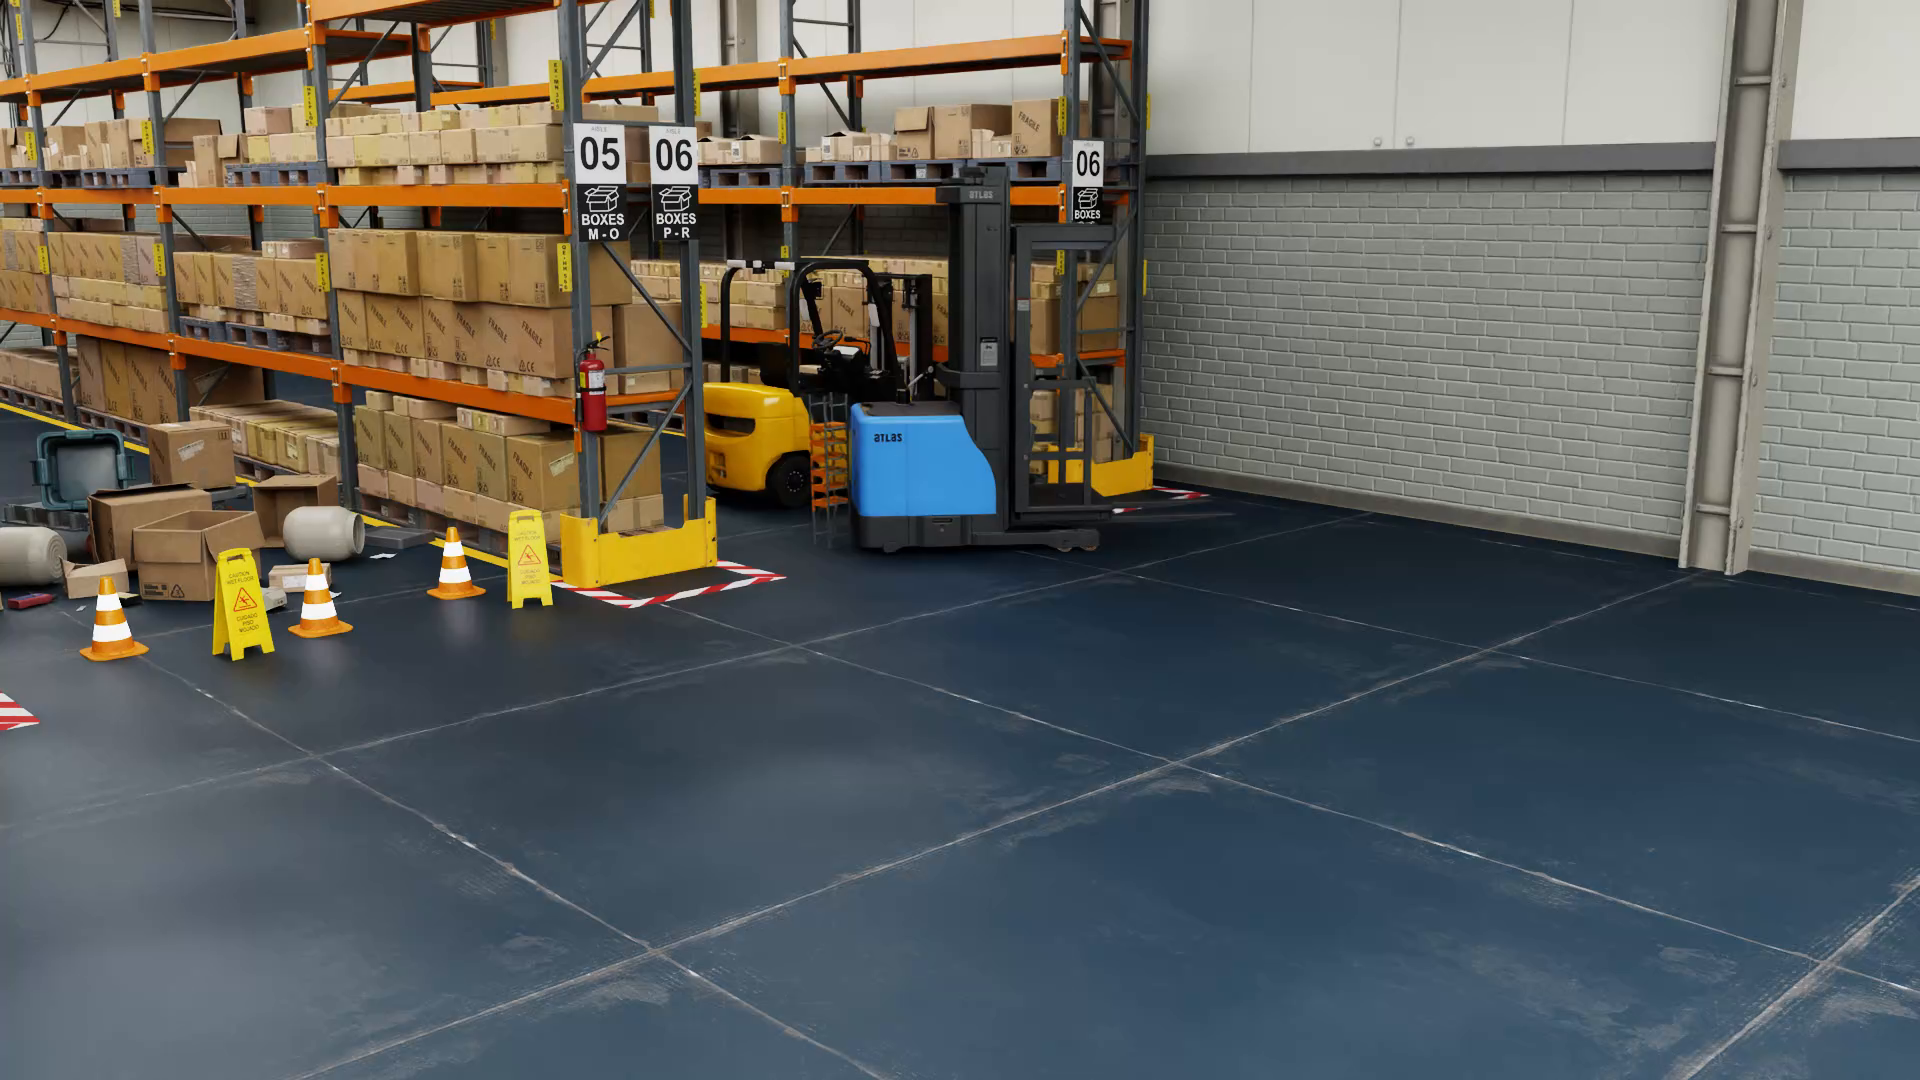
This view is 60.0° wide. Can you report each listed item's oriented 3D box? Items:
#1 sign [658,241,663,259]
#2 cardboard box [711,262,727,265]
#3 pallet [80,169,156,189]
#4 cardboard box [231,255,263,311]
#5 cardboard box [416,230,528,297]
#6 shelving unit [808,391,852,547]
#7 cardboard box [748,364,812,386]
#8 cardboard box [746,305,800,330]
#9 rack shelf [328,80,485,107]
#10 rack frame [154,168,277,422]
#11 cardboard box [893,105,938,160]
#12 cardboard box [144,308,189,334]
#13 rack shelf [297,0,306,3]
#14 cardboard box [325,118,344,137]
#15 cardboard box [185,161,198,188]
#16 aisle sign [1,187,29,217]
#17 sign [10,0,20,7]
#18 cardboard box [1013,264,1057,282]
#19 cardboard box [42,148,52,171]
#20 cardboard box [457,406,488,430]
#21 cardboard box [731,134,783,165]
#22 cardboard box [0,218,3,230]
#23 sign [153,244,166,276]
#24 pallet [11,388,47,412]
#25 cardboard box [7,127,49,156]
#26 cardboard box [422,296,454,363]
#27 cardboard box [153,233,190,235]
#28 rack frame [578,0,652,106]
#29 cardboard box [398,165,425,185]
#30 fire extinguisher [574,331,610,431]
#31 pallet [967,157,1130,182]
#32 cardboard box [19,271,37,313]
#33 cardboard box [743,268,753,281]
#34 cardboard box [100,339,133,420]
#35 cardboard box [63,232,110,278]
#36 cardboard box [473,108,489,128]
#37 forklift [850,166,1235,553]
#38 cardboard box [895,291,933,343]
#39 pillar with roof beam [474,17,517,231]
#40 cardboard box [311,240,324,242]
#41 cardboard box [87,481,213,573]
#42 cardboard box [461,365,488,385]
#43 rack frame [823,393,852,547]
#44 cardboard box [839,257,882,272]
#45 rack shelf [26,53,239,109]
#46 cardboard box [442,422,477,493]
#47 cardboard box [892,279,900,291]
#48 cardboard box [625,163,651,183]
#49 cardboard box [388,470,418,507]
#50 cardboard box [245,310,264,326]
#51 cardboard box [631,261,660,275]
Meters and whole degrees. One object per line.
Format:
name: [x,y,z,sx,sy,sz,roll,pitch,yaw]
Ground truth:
sign: [-3.826,-3.721,21.171,0.100,0.325,0.005,-11,16,-43]
cardboard box: [-2.780,-3.202,19.666,0.380,0.149,0.250,-10,15,-41]
pallet: [-9.070,-4.010,18.477,1.003,0.211,1.213,-10,15,-40]
cardboard box: [-6.593,-2.461,15.896,0.500,0.500,0.500,11,16,43]
cardboard box: [-3.813,-2.172,13.059,0.700,0.500,0.500,-11,16,-43]
shelving unit: [-1.025,-0.560,13.139,0.258,1.200,0.189,-12,16,-43]
cardboard box: [-1.831,-1.610,18.636,0.875,0.625,0.625,-10,15,-40]
cardboard box: [-2.000,-2.456,18.271,0.500,0.250,0.500,-10,16,-41]
rack shelf: [-8.368,-6.536,24.628,1.077,0.370,4.000,-11,16,-43]
rack frame: [-7.812,-2.384,17.550,1.000,3.000,0.127,-11,16,-43]
cardboard box: [-0.193,-3.968,16.259,0.797,0.503,0.637,-10,15,-41]
cardboard box: [-8.349,-2.348,17.748,0.500,0.250,0.500,11,16,43]
rack shelf: [-8.368,-8.166,24.292,1.077,0.370,4.000,-11,16,-43]
cardboard box: [-5.068,-3.446,13.915,0.380,0.149,0.250,-11,16,-44]
cardboard box: [-7.541,-3.681,16.742,0.396,0.266,0.258,-11,16,-43]
aisle sign: [-13.162,-4.879,23.215,0.394,0.787,0.004,-11,16,-43]
sign: [-10.993,-6.367,19.310,0.100,0.325,0.005,-11,16,-43]
cardboard box: [0.707,-2.476,15.402,0.380,0.149,0.250,-11,16,-42]
cardboard box: [-10.482,-4.455,19.461,0.396,0.266,0.258,-11,16,-43]
cardboard box: [-3.684,-0.961,12.951,0.380,0.149,0.250,-10,15,-40]
cardboard box: [-2.139,-4.244,18.078,0.500,0.311,0.500,11,16,43]
cardboard box: [-12.252,-4.085,21.475,0.250,0.149,0.380,11,16,44]
sign: [-8.211,-2.873,17.055,0.100,0.325,0.005,-11,16,-43]
pallet: [-11.890,-1.902,22.121,1.003,0.211,1.213,-11,16,-43]
cardboard box: [-11.529,-4.935,20.951,0.797,0.503,0.637,-9,15,-38]
cardboard box: [-3.883,-1.676,13.127,0.500,0.500,0.500,-11,16,-42]
cardboard box: [-9.018,-3.252,19.035,0.500,0.500,0.500,-11,16,-42]
rack frame: [-4.225,-6.015,20.304,1.000,3.000,0.127,-11,16,-43]
cardboard box: [-4.185,-2.866,13.080,0.380,0.149,0.250,-11,16,-44]
fire extinguisher: [-2.542,-1.098,11.498,0.296,0.674,0.183,-11,16,-43]
pallet: [0.830,-3.441,15.467,1.003,0.211,1.213,-11,16,-43]
cardboard box: [-11.439,-3.123,20.890,0.500,0.500,0.500,11,16,44]
cardboard box: [-2.181,-2.956,18.472,0.380,0.149,0.250,-11,16,-43]
cardboard box: [-9.459,-1.923,19.536,0.875,0.875,0.875,-10,15,-41]
cardboard box: [-10.107,-3.332,19.424,0.500,0.500,0.500,-11,16,-43]
cardboard box: [-3.376,-3.120,12.335,0.380,0.149,0.250,-11,16,-43]
forklift: [0.659,-1.449,13.180,3.031,2.935,1.130,-2,12,-8]
cardboard box: [-0.291,-2.217,16.489,0.500,0.500,0.500,-11,16,-42]
pillar with roof beam: [-9.930,-6.226,21.329,9.100,9.000,0.400,-11,16,-43]
cardboard box: [-5.944,-2.780,15.841,0.380,0.149,0.250,-10,15,-39]
cardboard box: [-5.983,-0.099,12.310,0.797,0.637,0.503,-11,16,-43]
cardboard box: [-3.635,-1.295,12.887,0.380,0.149,0.250,-11,16,-43]
rack frame: [-0.961,-0.547,13.075,0.240,1.200,0.006,-12,16,-43]
cardboard box: [-1.028,-2.856,17.246,0.380,0.149,0.250,-11,16,-44]
rack shelf: [-9.193,-5.066,18.474,1.077,0.370,4.000,-11,16,-43]
cardboard box: [-3.736,-0.674,13.163,0.500,0.500,0.500,11,16,44]
cardboard box: [-0.569,-2.585,16.671,0.250,0.149,0.380,11,16,43]
cardboard box: [-2.282,-2.656,12.060,0.380,0.149,0.250,-11,16,-42]
cardboard box: [-4.461,-0.459,13.980,0.500,0.250,0.500,-10,15,-39]
cardboard box: [-6.641,-2.151,15.999,0.380,0.149,0.250,-10,15,-41]
cardboard box: [-3.836,-3.283,20.056,0.380,0.149,0.250,-10,16,-41]
